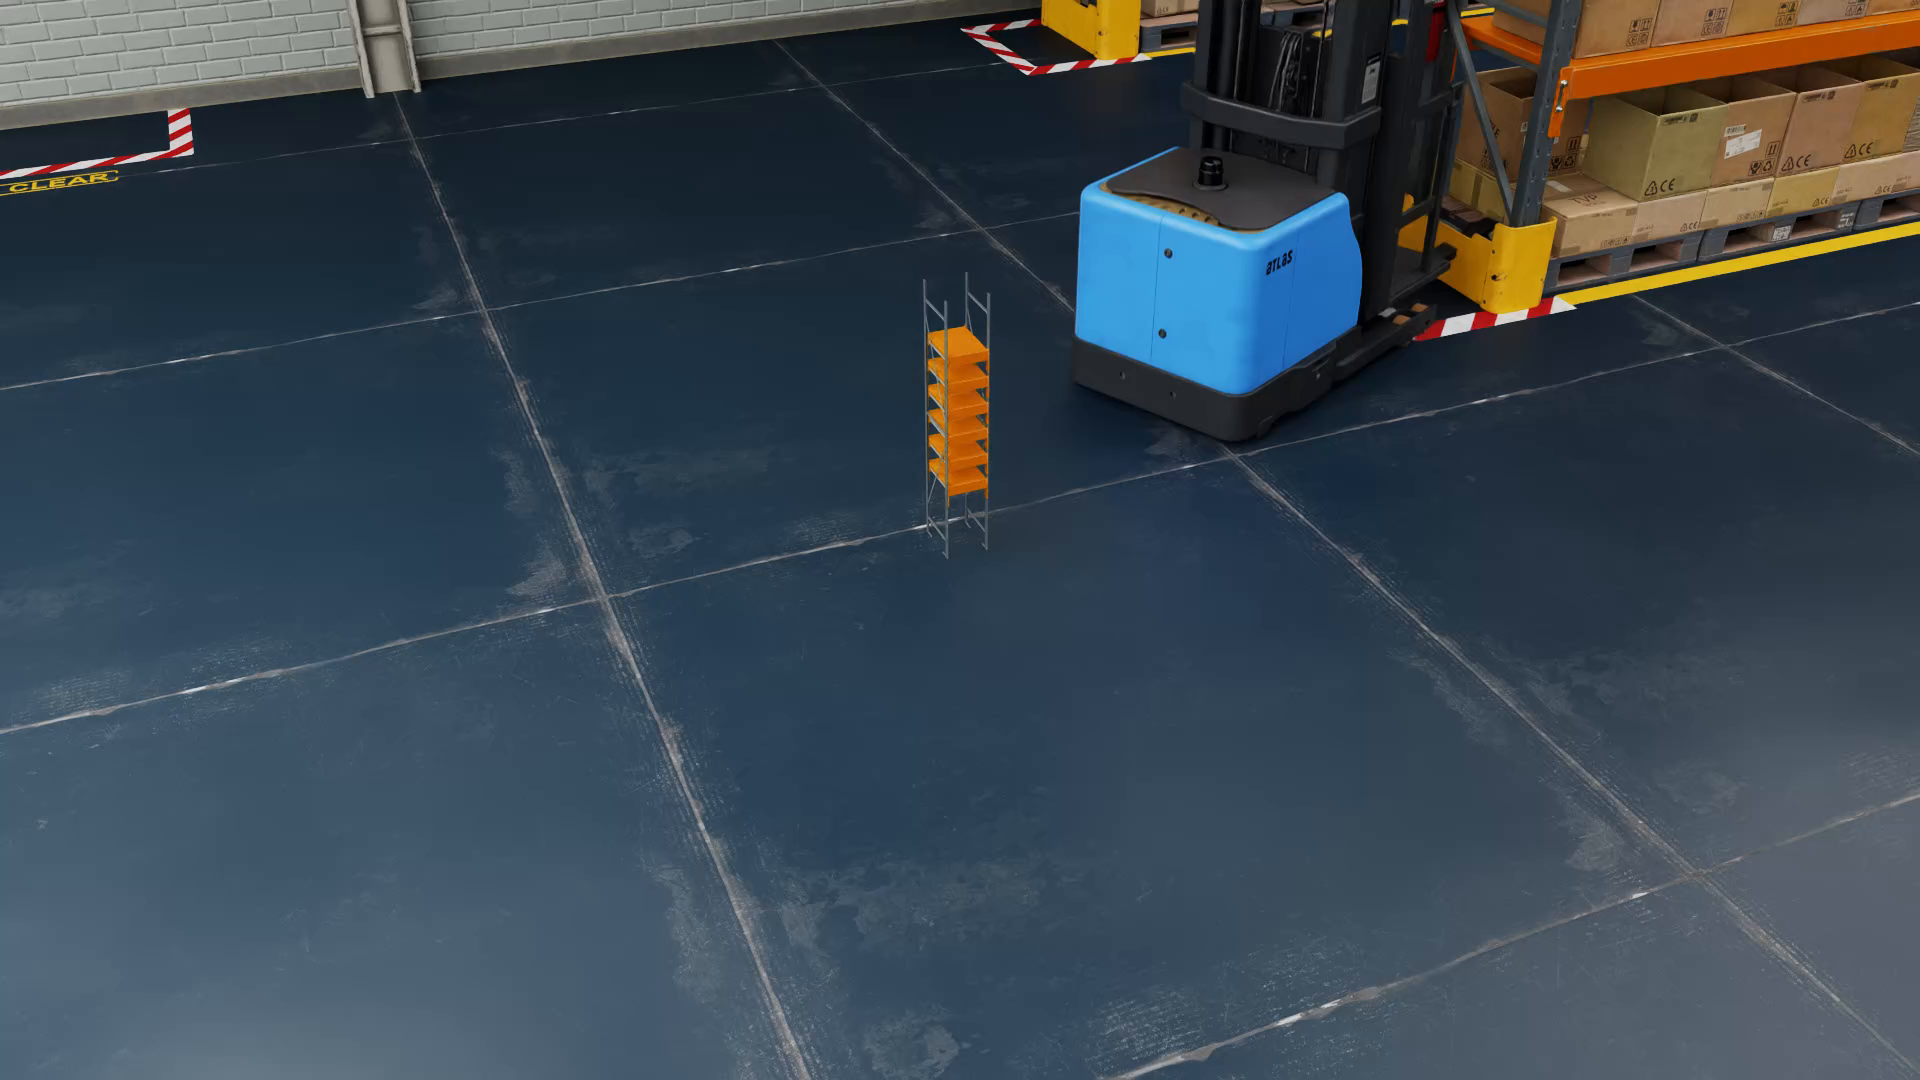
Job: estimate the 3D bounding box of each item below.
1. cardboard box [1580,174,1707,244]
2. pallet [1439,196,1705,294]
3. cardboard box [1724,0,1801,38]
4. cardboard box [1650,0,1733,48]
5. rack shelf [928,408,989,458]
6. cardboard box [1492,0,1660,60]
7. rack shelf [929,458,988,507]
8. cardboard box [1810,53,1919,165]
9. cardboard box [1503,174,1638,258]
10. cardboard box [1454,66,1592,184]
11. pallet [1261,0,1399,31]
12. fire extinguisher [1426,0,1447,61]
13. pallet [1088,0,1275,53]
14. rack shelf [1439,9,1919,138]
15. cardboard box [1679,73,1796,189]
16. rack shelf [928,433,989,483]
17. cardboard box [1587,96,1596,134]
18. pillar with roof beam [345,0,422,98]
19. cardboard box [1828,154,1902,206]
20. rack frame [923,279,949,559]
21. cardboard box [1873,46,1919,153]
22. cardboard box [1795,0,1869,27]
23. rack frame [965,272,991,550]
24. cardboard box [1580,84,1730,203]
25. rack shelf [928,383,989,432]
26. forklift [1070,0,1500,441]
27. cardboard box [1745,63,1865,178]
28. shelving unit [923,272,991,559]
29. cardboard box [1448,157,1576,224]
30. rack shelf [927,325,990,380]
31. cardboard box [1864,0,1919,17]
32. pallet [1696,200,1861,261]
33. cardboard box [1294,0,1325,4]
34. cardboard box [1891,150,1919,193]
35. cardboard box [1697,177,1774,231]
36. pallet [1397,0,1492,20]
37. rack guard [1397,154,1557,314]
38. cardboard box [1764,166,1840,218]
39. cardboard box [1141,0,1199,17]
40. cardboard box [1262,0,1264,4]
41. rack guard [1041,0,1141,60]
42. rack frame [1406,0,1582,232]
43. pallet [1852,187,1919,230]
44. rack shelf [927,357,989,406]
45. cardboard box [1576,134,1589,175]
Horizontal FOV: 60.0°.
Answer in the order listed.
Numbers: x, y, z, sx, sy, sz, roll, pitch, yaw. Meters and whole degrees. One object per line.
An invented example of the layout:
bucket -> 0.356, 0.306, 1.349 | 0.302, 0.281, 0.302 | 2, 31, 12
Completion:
cardboard box -> 3.934, -1.959, 9.647 | 0.500, 0.250, 0.500 | -13, 35, -19
pallet -> 3.583, -1.840, 9.885 | 1.213, 0.211, 1.003 | -13, 35, -19
cardboard box -> 4.272, -3.176, 9.289 | 0.500, 0.500, 0.700 | -13, 35, -19
cardboard box -> 3.812, -3.074, 9.132 | 0.500, 0.500, 0.700 | -12, 35, -18
rack shelf -> -0.013, -0.463, 6.942 | 0.180, 0.103, 0.258 | -13, 35, -19
cardboard box -> 3.329, -2.961, 8.958 | 0.500, 0.500, 0.700 | -13, 35, -19
rack shelf -> -0.013, -0.261, 7.073 | 0.180, 0.103, 0.258 | -13, 35, -19
cardboard box -> 5.314, -2.594, 9.935 | 0.500, 0.500, 0.500 | -13, 35, -19
cardboard box -> 3.474, -1.852, 9.481 | 0.500, 0.250, 0.500 | -13, 35, -19
cardboard box -> 3.273, -2.427, 9.679 | 0.500, 0.500, 0.500 | -13, 35, -19
pallet -> 2.929, -4.573, 14.085 | 1.213, 0.211, 1.003 | -13, 35, -19
fire extinguisher -> 2.605, -3.003, 9.186 | 0.183, 0.674, 0.296 | -13, 35, -19
pallet -> 1.806, -4.318, 13.693 | 1.213, 0.211, 1.003 | -13, 35, -19
rack shelf -> 4.738, -2.947, 9.689 | 4.000, 0.370, 1.077 | -13, 35, -19
cardboard box -> 4.391, -2.384, 9.613 | 0.500, 0.500, 0.500 | -13, 35, -19
rack shelf -> -0.013, -0.362, 7.008 | 0.180, 0.103, 0.258 | -13, 35, -19
cardboard box -> 4.189, -2.646, 10.015 | 0.500, 0.500, 0.500 | -13, 35, -19
pillar with roof beam -> -2.582, -4.983, 6.657 | 0.400, 9.000, 9.100 | -13, 35, -19
cardboard box -> 5.319, -2.273, 10.130 | 0.500, 0.250, 0.500 | -13, 35, -19
rack frame -> -0.098, -0.481, 6.888 | 0.006, 1.200, 0.240 | -13, 35, -19
cardboard box -> 5.773, -2.702, 10.100 | 0.500, 0.500, 0.500 | -13, 35, -19
cardboard box -> 4.756, -3.289, 9.463 | 0.500, 0.500, 0.700 | -12, 35, -18
rack frame -> 0.071, -0.519, 6.948 | 0.006, 1.200, 0.240 | -13, 35, -19
cardboard box -> 3.935, -2.272, 9.441 | 0.500, 0.500, 0.500 | -13, 35, -19
rack shelf -> -0.013, -0.563, 6.877 | 0.180, 0.103, 0.258 | -13, 35, -19
forklift -> 1.909, -2.417, 8.277 | 1.130, 2.935, 3.031 | 26, 41, 34
cardboard box -> 4.859, -2.481, 9.762 | 0.500, 0.500, 0.500 | -13, 35, -19
shelving unit -> -0.013, -0.500, 6.918 | 0.189, 1.200, 0.258 | -13, 35, -19
cardboard box -> 3.274, -2.112, 9.882 | 0.500, 0.250, 0.500 | -13, 35, -19
rack shelf -> -0.013, -0.764, 6.746 | 0.180, 0.103, 0.258 | -13, 35, -19
cardboard box -> 5.227, -3.398, 9.630 | 0.500, 0.500, 0.700 | -12, 35, -18
pallet -> 4.706, -2.096, 10.278 | 1.213, 0.211, 1.003 | -13, 35, -19
cardboard box -> 2.867, -4.804, 13.772 | 0.500, 0.500, 0.700 | -15, 36, -22
cardboard box -> 5.774, -2.386, 10.303 | 0.500, 0.250, 0.500 | -13, 35, -19
cardboard box -> 4.395, -2.064, 9.808 | 0.500, 0.250, 0.500 | -13, 35, -19
pallet -> 4.055, -4.833, 14.484 | 1.213, 0.211, 1.003 | -13, 35, -19
rack guard -> 2.872, -1.774, 9.518 | 0.348, 0.500, 1.175 | -13, 35, -19
cardboard box -> 4.858, -2.167, 9.967 | 0.500, 0.250, 0.500 | -13, 35, -19
cardboard box -> 1.646, -4.475, 13.439 | 0.500, 0.311, 0.500 | -17, 37, -24
cardboard box -> 2.171, -4.595, 13.624 | 0.500, 0.311, 0.500 | -10, 34, -15
rack guard -> 1.043, -4.285, 13.378 | 0.348, 0.500, 1.175 | -13, 35, -19
rack frame -> 2.894, -2.827, 8.844 | 0.127, 3.000, 1.000 | -13, 35, -19
pallet -> 5.833, -2.356, 10.677 | 1.213, 0.211, 1.003 | -13, 35, -19
rack shelf -> -0.013, -0.664, 6.811 | 0.180, 0.103, 0.258 | -13, 35, -19
cardboard box -> 3.730, -2.224, 10.053 | 0.500, 0.250, 0.500 | -13, 35, -19
